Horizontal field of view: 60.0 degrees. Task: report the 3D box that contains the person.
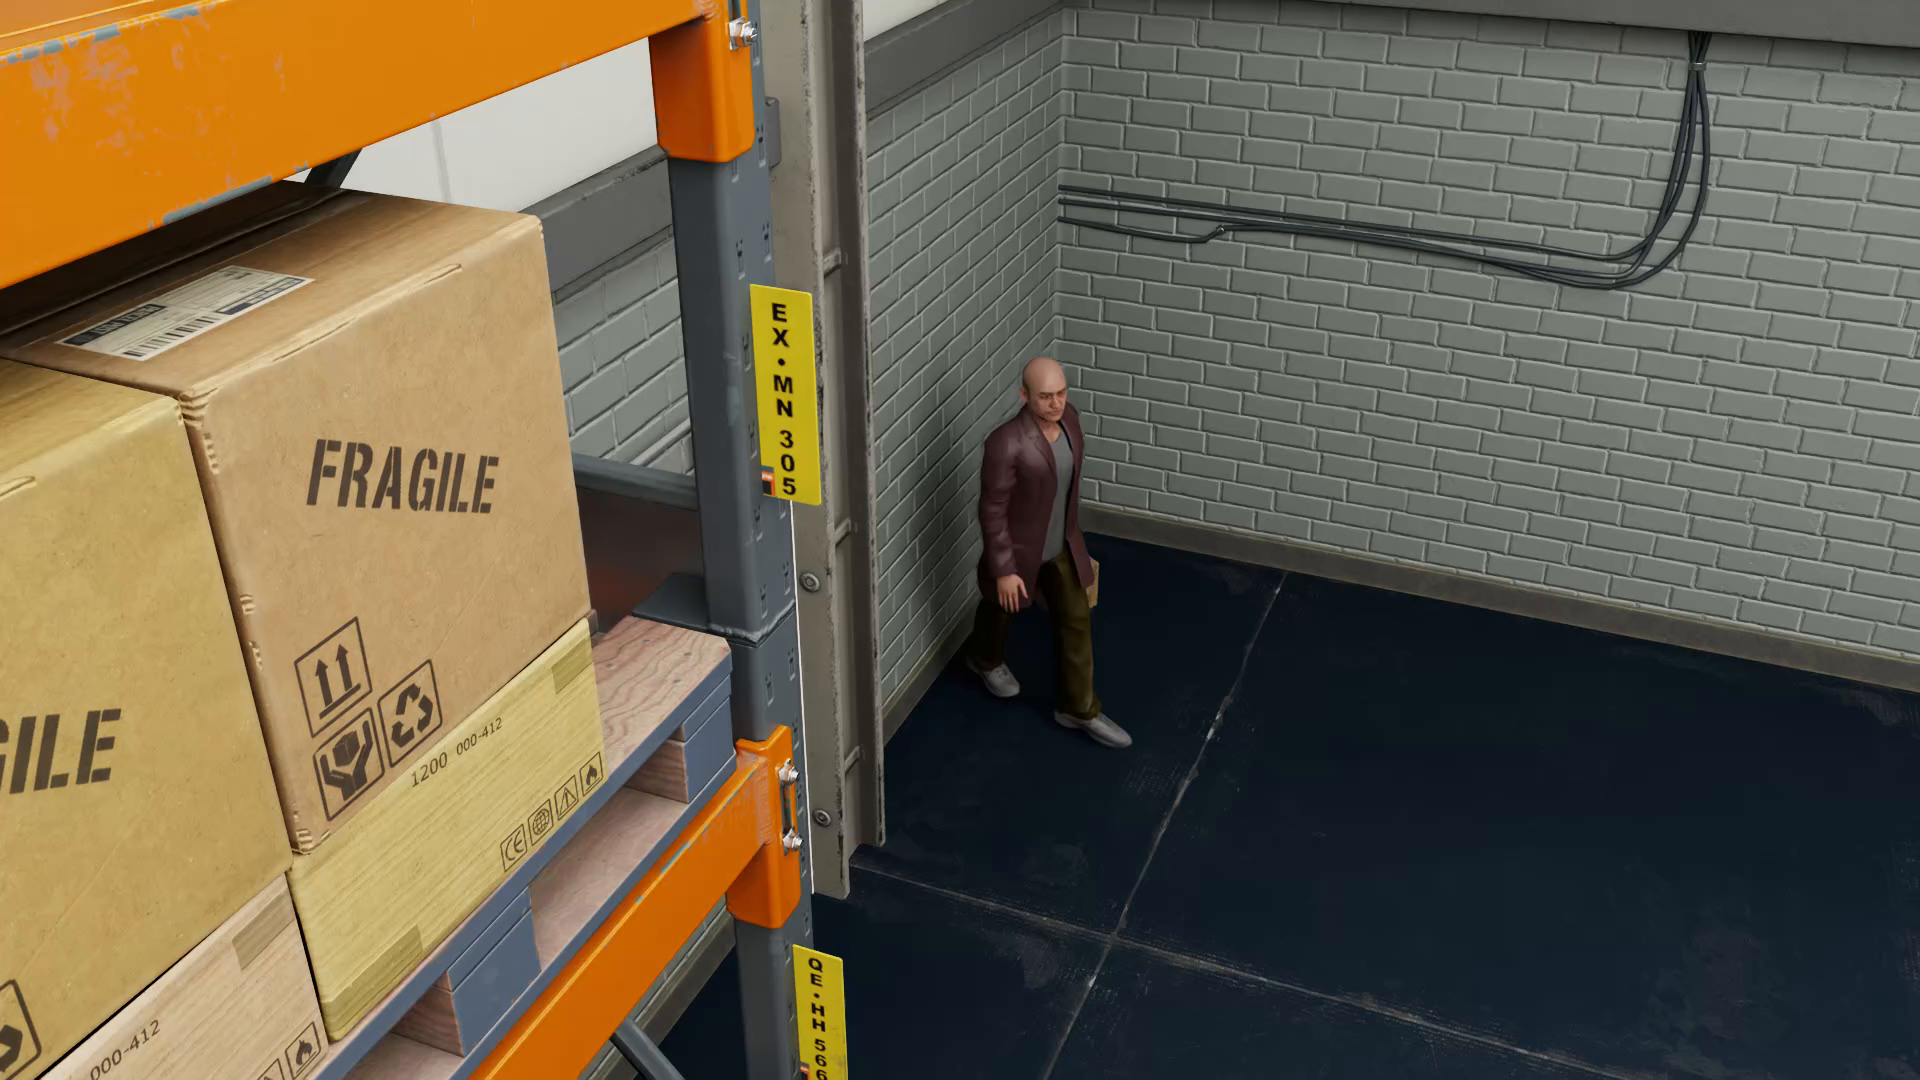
[{"bbox_3d":[0.295,0.028,7.086,0.617,1.773,0.920,-20,35,-31],"label":"person"}]
